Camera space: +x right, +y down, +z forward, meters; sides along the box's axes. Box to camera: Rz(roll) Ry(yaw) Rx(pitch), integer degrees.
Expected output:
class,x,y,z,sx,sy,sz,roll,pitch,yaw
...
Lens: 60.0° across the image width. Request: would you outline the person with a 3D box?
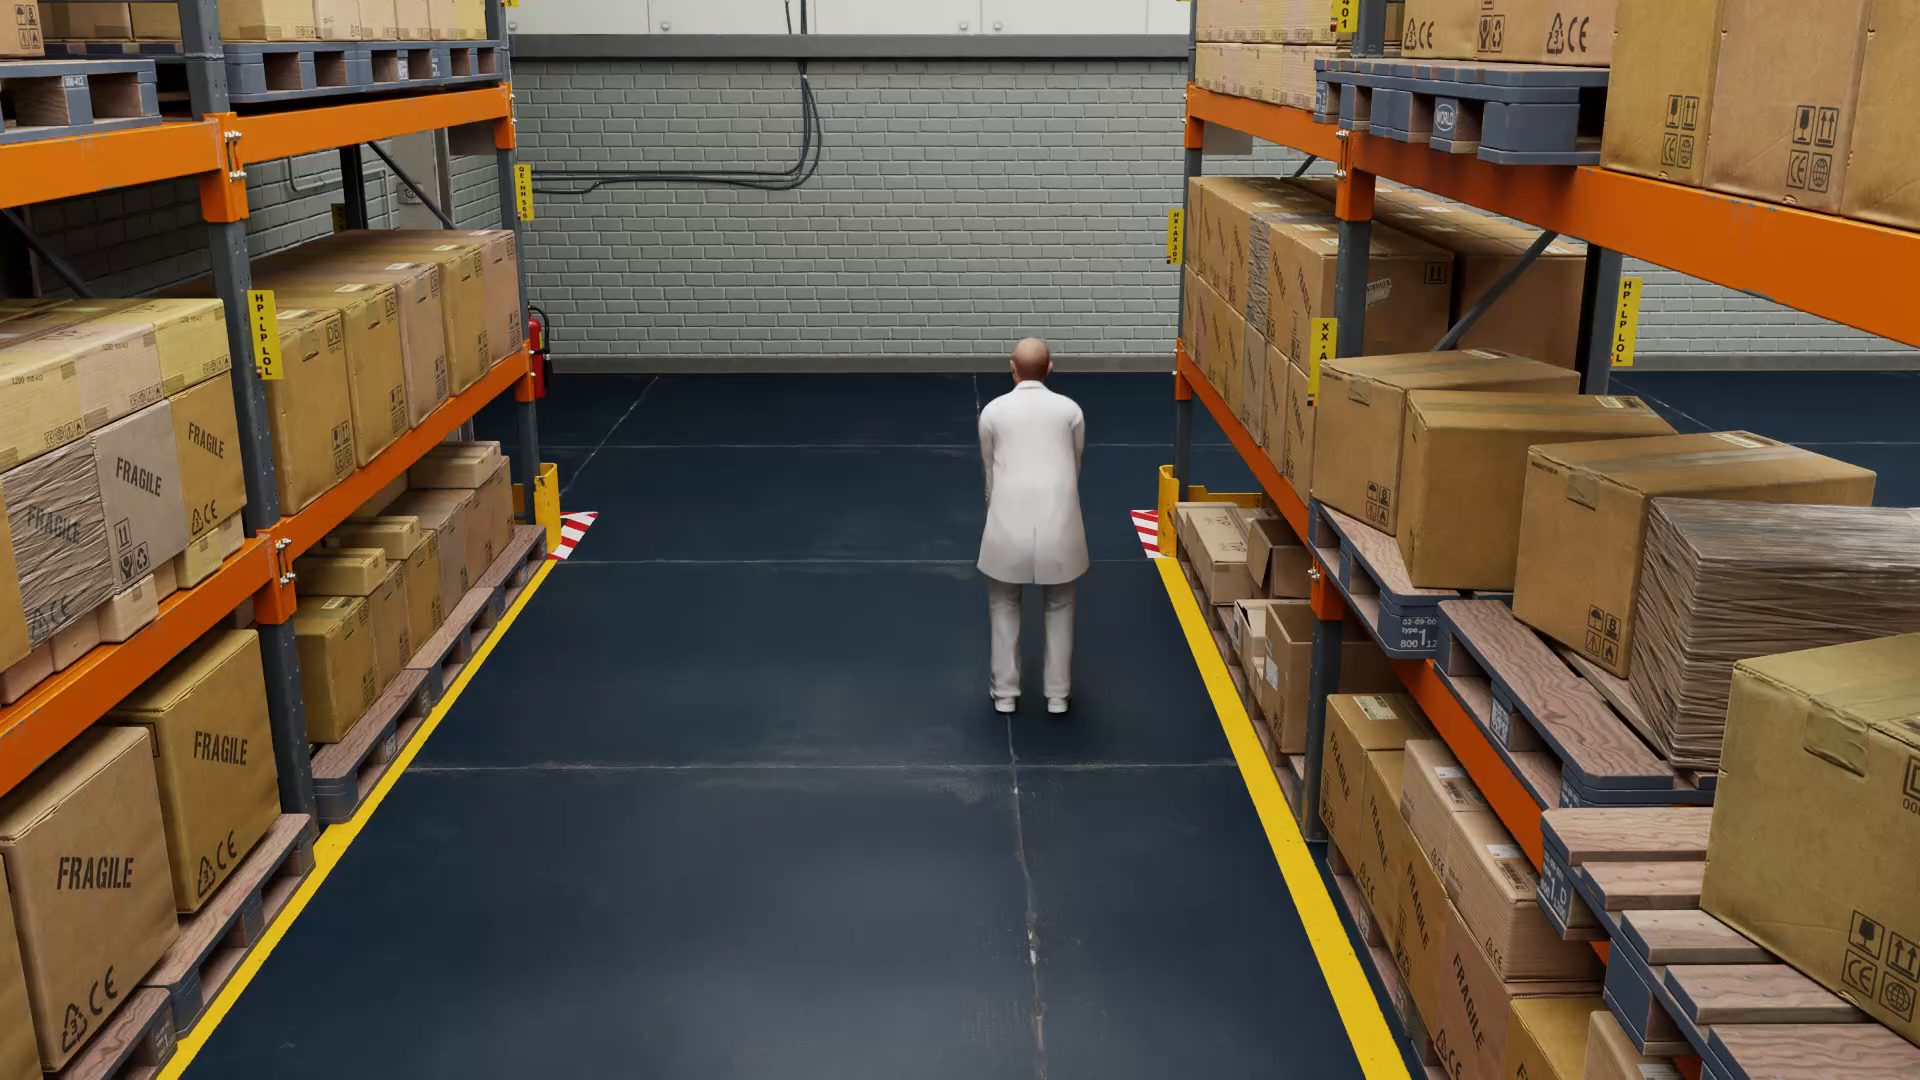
class,x,y,z,sx,sy,sz,roll,pitch,yaw
person,0.348,-0.081,7.880,0.531,1.760,0.592,0,17,1
